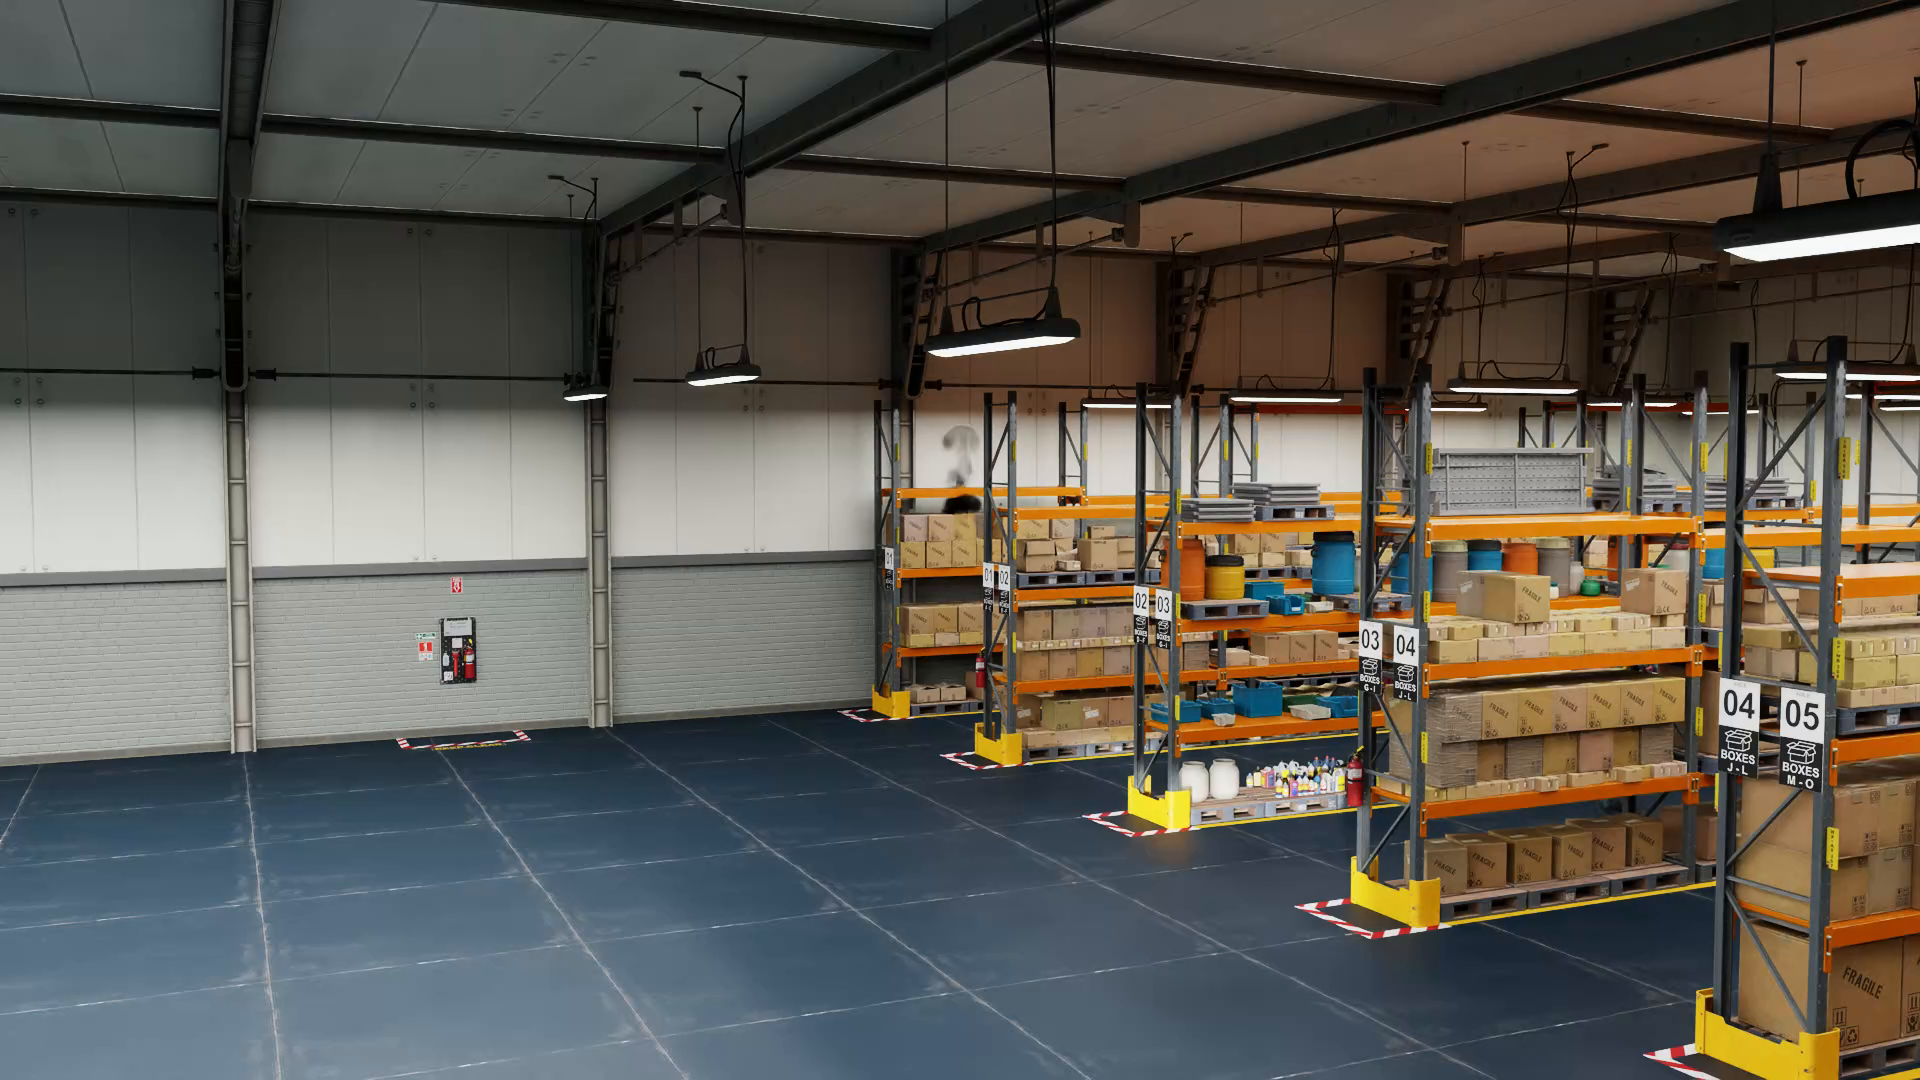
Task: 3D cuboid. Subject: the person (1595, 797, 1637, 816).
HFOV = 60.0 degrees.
[{"bbox_3d":[8.546,3.044,21.753,0.587,1.723,0.703,-2,4,-27],"label":"person"}]
